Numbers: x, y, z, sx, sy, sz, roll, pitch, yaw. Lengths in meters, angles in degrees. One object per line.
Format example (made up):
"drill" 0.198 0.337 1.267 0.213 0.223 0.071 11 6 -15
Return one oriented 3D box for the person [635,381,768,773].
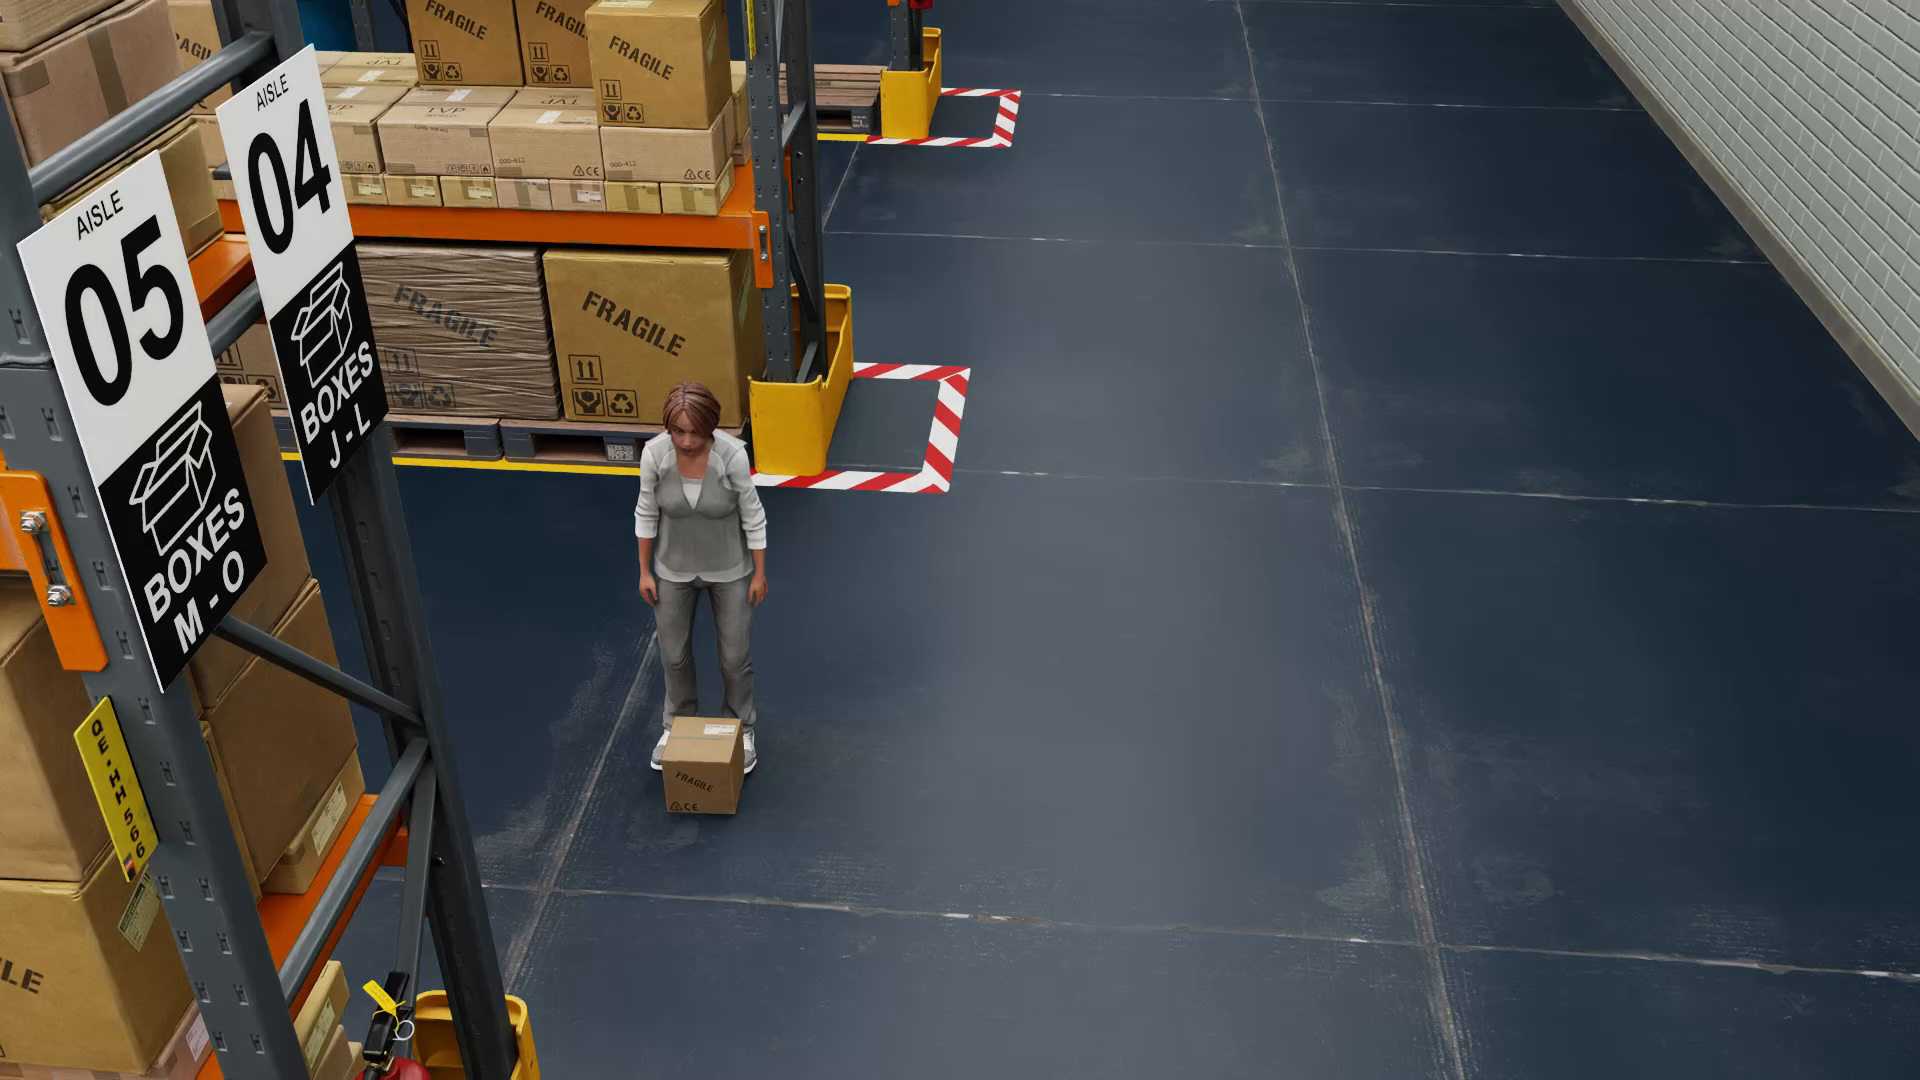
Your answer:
"person" -0.922 0.133 5.950 0.483 1.580 0.348 1 32 1
